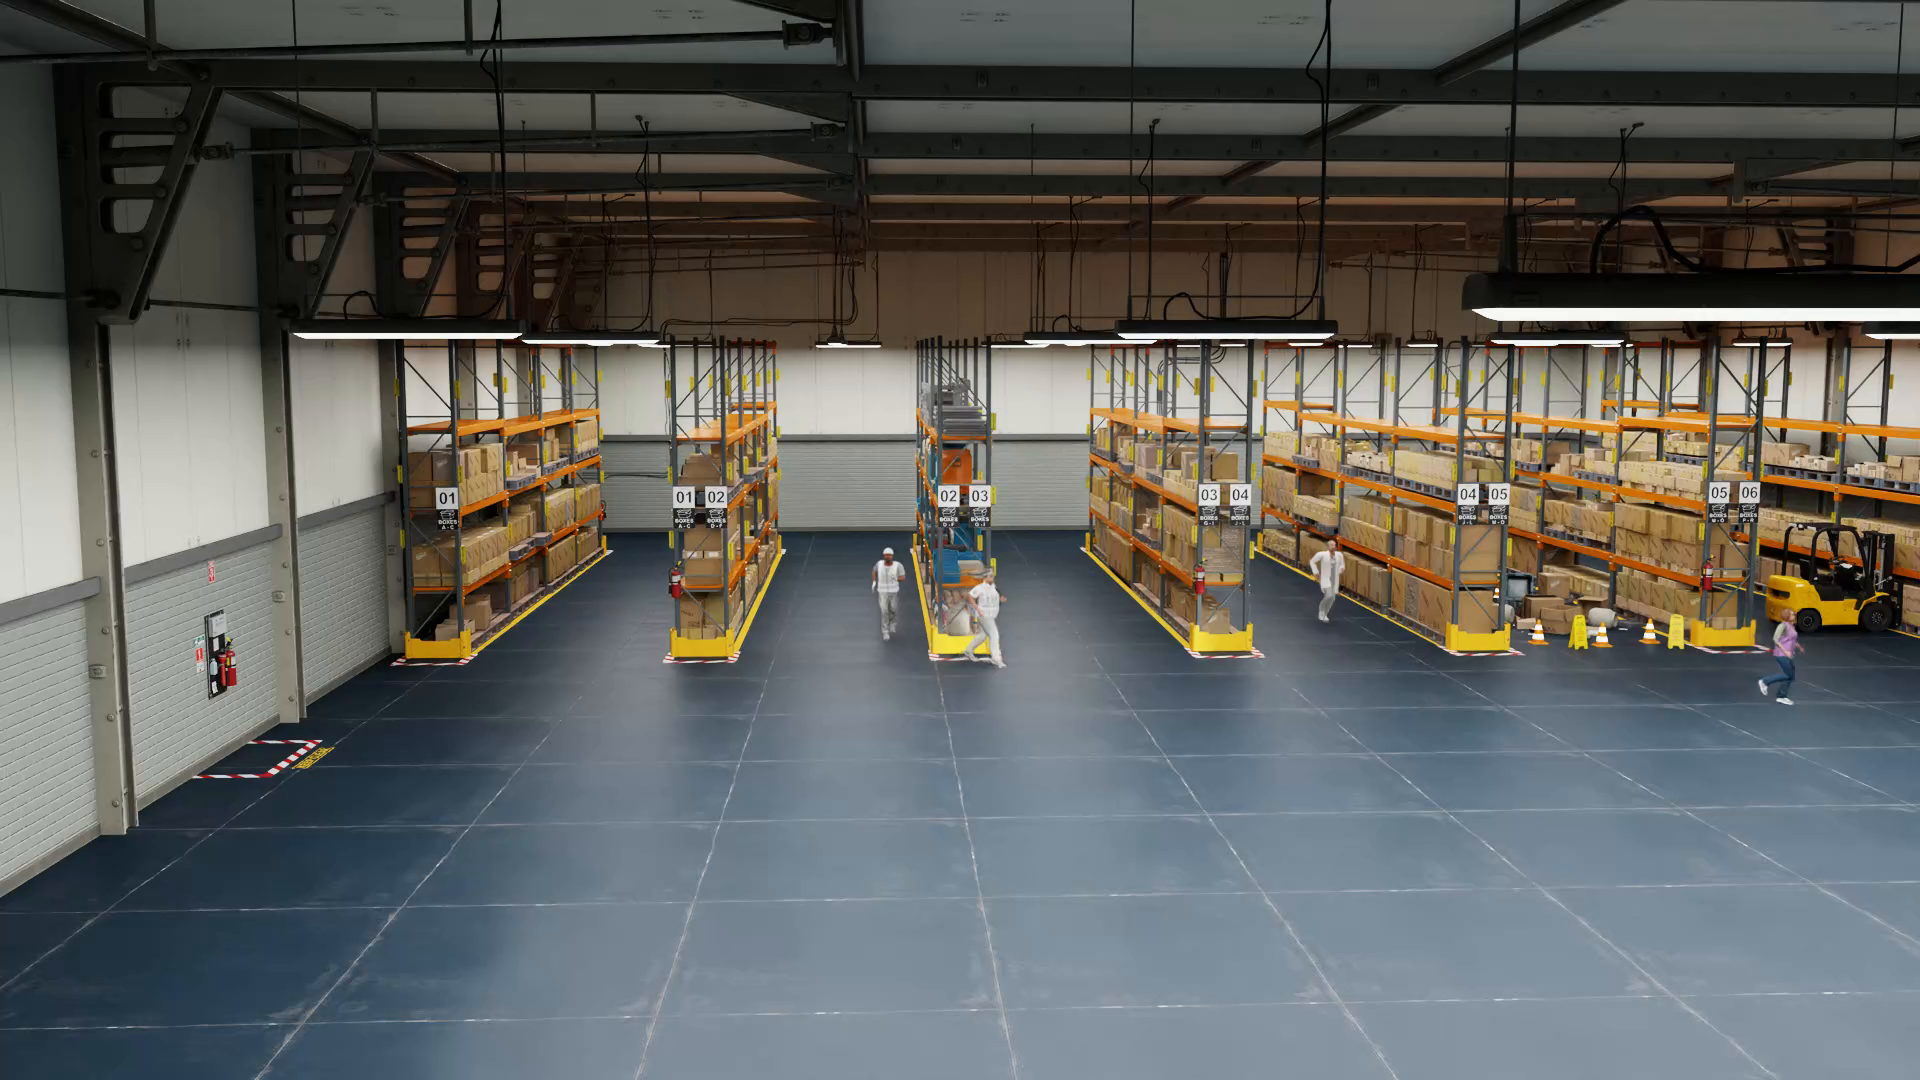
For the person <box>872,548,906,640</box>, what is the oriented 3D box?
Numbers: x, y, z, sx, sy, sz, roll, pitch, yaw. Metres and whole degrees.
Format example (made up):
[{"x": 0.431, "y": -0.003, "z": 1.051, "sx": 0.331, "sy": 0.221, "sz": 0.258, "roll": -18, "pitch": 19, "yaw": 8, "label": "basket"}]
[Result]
[{"x": -1.418, "y": 1.038, "z": 33.169, "sx": 0.679, "sy": 1.781, "sz": 0.992, "roll": 0, "pitch": 6, "yaw": 0, "label": "person"}]

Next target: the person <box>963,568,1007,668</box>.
[{"x": 0.474, "y": 1.406, "z": 30.344, "sx": 0.890, "sy": 1.824, "sz": 0.637, "roll": 2, "pitch": 7, "yaw": 20, "label": "person"}]

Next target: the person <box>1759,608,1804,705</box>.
[{"x": 13.413, "y": 1.884, "z": 27.132, "sx": 0.588, "sy": 1.573, "sz": 0.533, "roll": 6, "pitch": 9, "yaw": 44, "label": "person"}]

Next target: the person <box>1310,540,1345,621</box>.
[{"x": 7.799, "y": 0.872, "z": 35.072, "sx": 0.705, "sy": 1.737, "sz": 0.708, "roll": -2, "pitch": 7, "yaw": -15, "label": "person"}]
